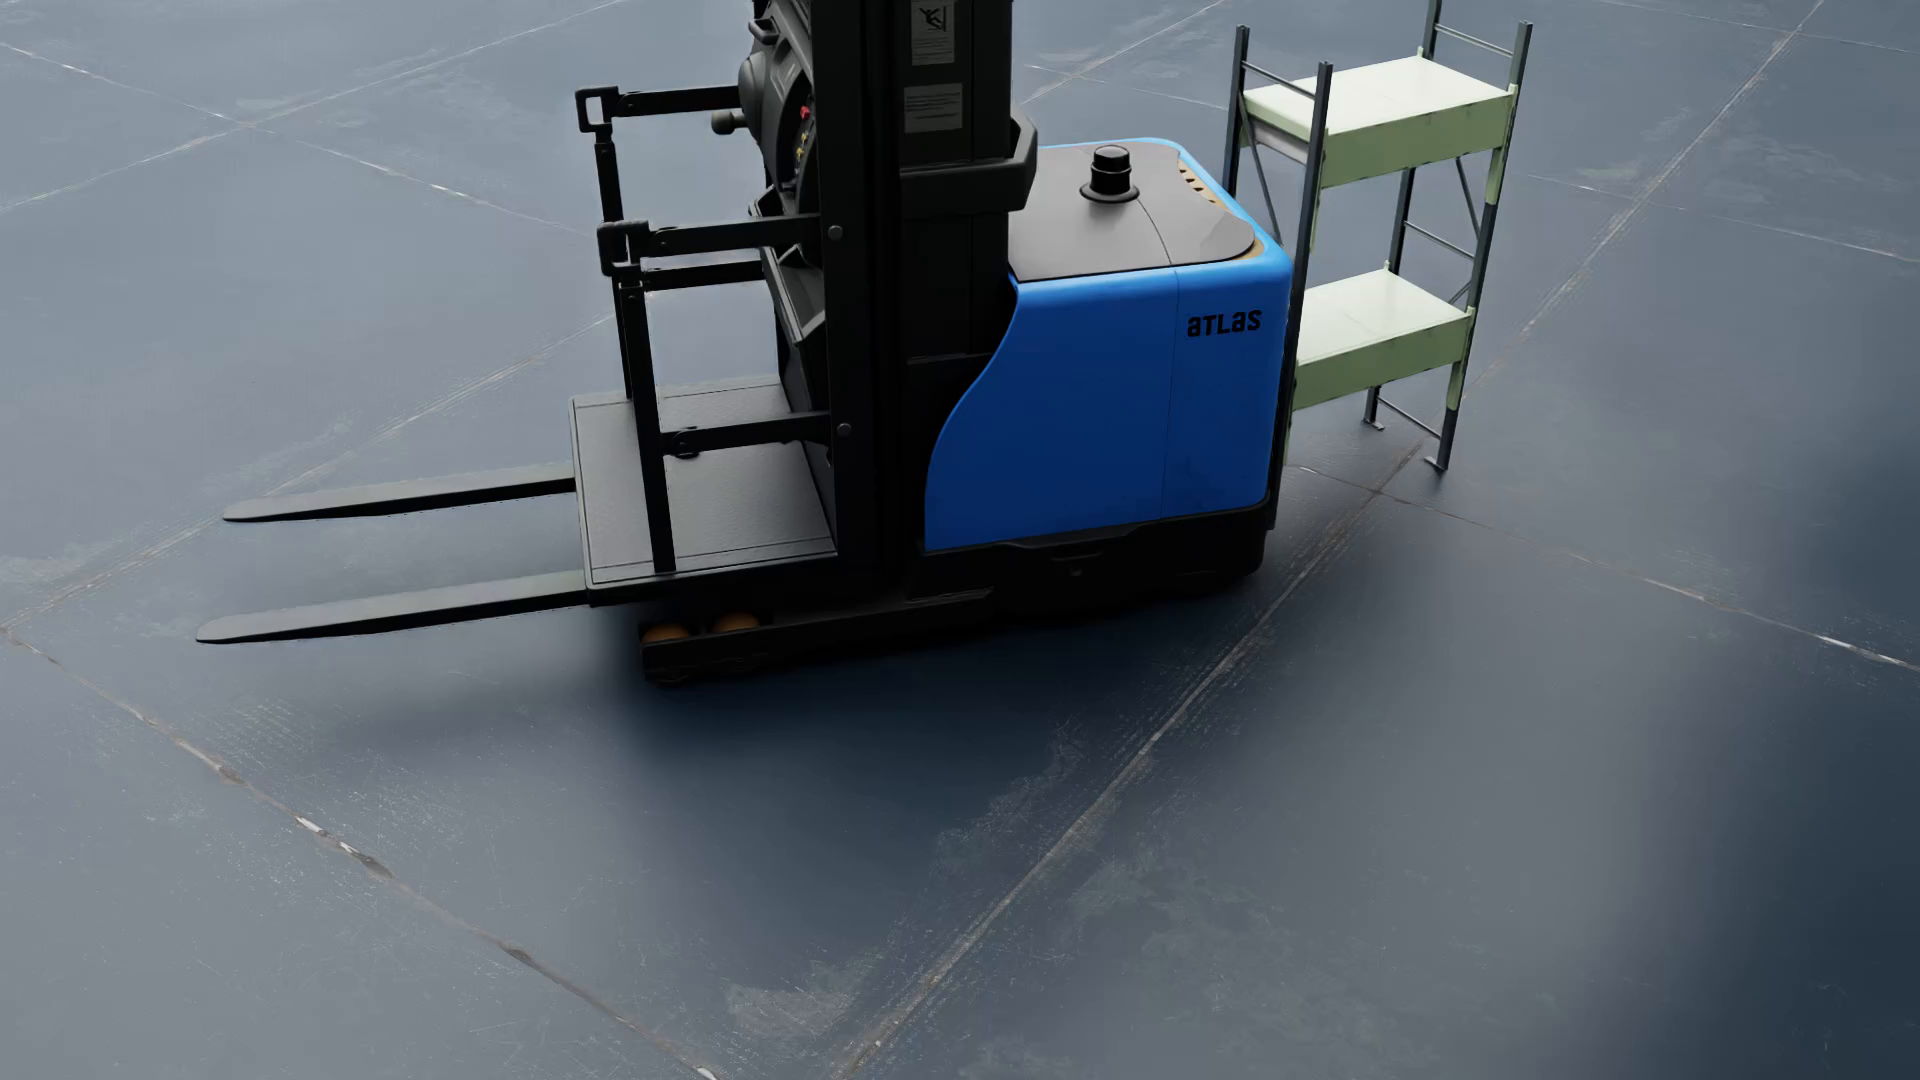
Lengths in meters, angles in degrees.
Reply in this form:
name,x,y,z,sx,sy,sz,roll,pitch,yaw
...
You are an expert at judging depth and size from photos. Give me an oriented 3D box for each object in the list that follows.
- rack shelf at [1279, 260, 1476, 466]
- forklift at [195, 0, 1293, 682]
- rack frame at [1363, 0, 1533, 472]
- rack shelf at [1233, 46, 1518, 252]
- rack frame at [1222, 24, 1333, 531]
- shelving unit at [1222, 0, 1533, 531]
name,x,y,z,sx,sy,sz,roll,pitch,yaw
rack shelf,1.215,-0.582,5.353,0.720,0.370,0.431,-17,38,-24
forklift,-0.657,-1.142,4.323,3.031,2.935,1.130,-8,35,-11
rack frame,1.534,-0.952,5.319,0.023,1.500,0.400,-17,38,-24
rack shelf,1.215,-1.175,4.952,0.720,0.370,0.431,-17,38,-24
rack frame,0.896,-0.751,5.022,0.023,1.500,0.400,-17,38,-24
shelving unit,1.215,-0.852,5.171,0.755,1.500,0.431,-17,38,-24
